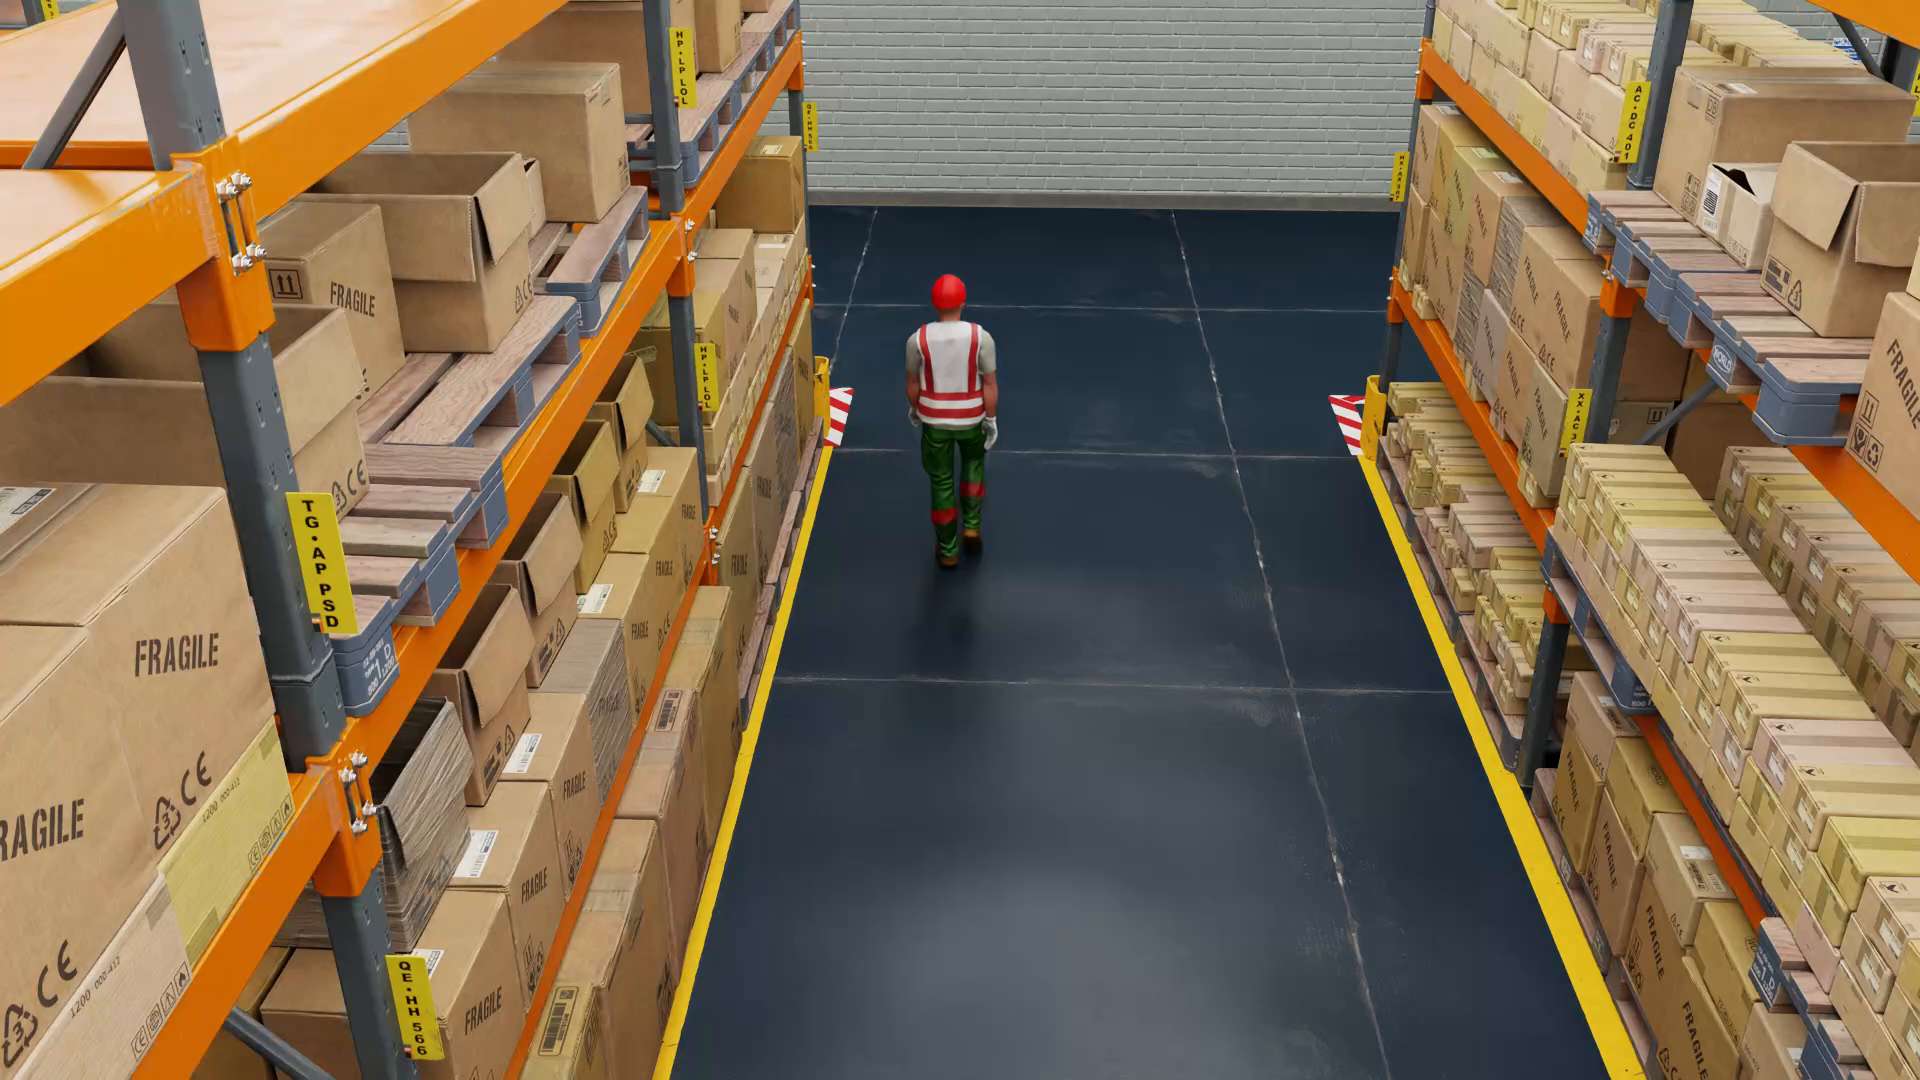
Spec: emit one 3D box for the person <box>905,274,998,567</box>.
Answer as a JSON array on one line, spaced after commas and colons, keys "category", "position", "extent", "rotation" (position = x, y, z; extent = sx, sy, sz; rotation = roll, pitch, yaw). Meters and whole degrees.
[{"category": "person", "position": [-0.052, -0.710, 9.944], "extent": [0.543, 1.838, 0.511], "rotation": [-2, 28, -3]}]
